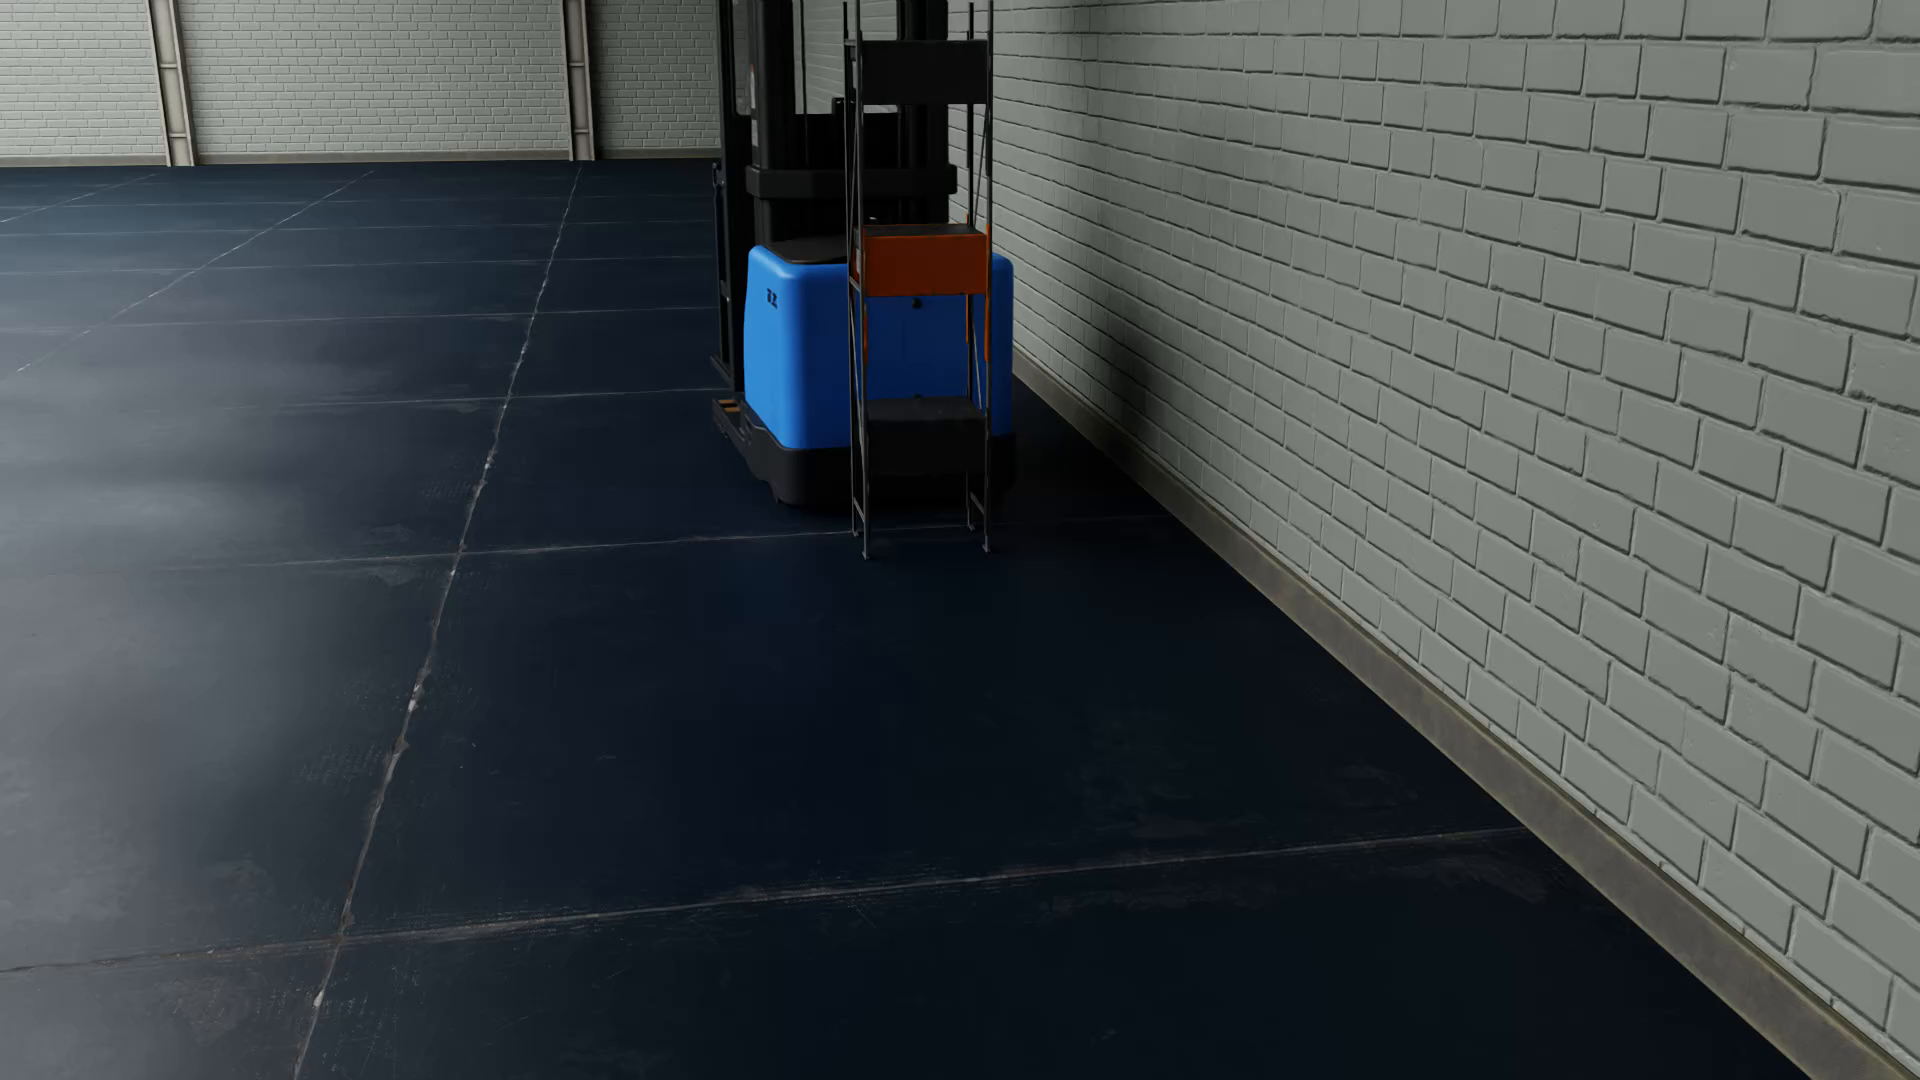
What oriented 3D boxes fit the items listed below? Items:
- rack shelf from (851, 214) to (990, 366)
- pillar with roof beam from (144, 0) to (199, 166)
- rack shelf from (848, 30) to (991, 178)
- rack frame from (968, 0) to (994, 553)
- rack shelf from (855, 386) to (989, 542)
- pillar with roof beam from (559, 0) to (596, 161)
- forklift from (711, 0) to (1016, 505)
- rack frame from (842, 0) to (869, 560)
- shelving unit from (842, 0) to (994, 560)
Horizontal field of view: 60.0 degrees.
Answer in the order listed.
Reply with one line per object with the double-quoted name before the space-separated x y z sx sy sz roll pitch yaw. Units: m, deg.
"rack shelf" -0.163 -0.981 6.477 0.480 0.518 0.431 -3 17 -10
"pillar with roof beam" -11.120 -8.818 20.193 0.400 9.000 9.100 -3 17 -10
"rack shelf" -0.163 -1.651 6.272 0.480 0.518 0.431 -3 17 -10
"rack frame" 0.077 -1.008 6.518 0.015 2.100 0.400 -3 17 -10
"rack shelf" -0.163 -0.312 6.683 0.480 0.518 0.431 -3 17 -10
"pillar with roof beam" -5.229 -9.152 21.281 0.400 9.000 9.100 -3 17 -10
"forklift" -0.661 -1.942 8.143 1.130 2.935 3.031 -5 18 -16
"rack frame" -0.402 -0.981 6.429 0.015 2.100 0.400 -3 17 -10
"shelving unit" -0.163 -0.995 6.473 0.503 2.100 0.431 -3 17 -10
